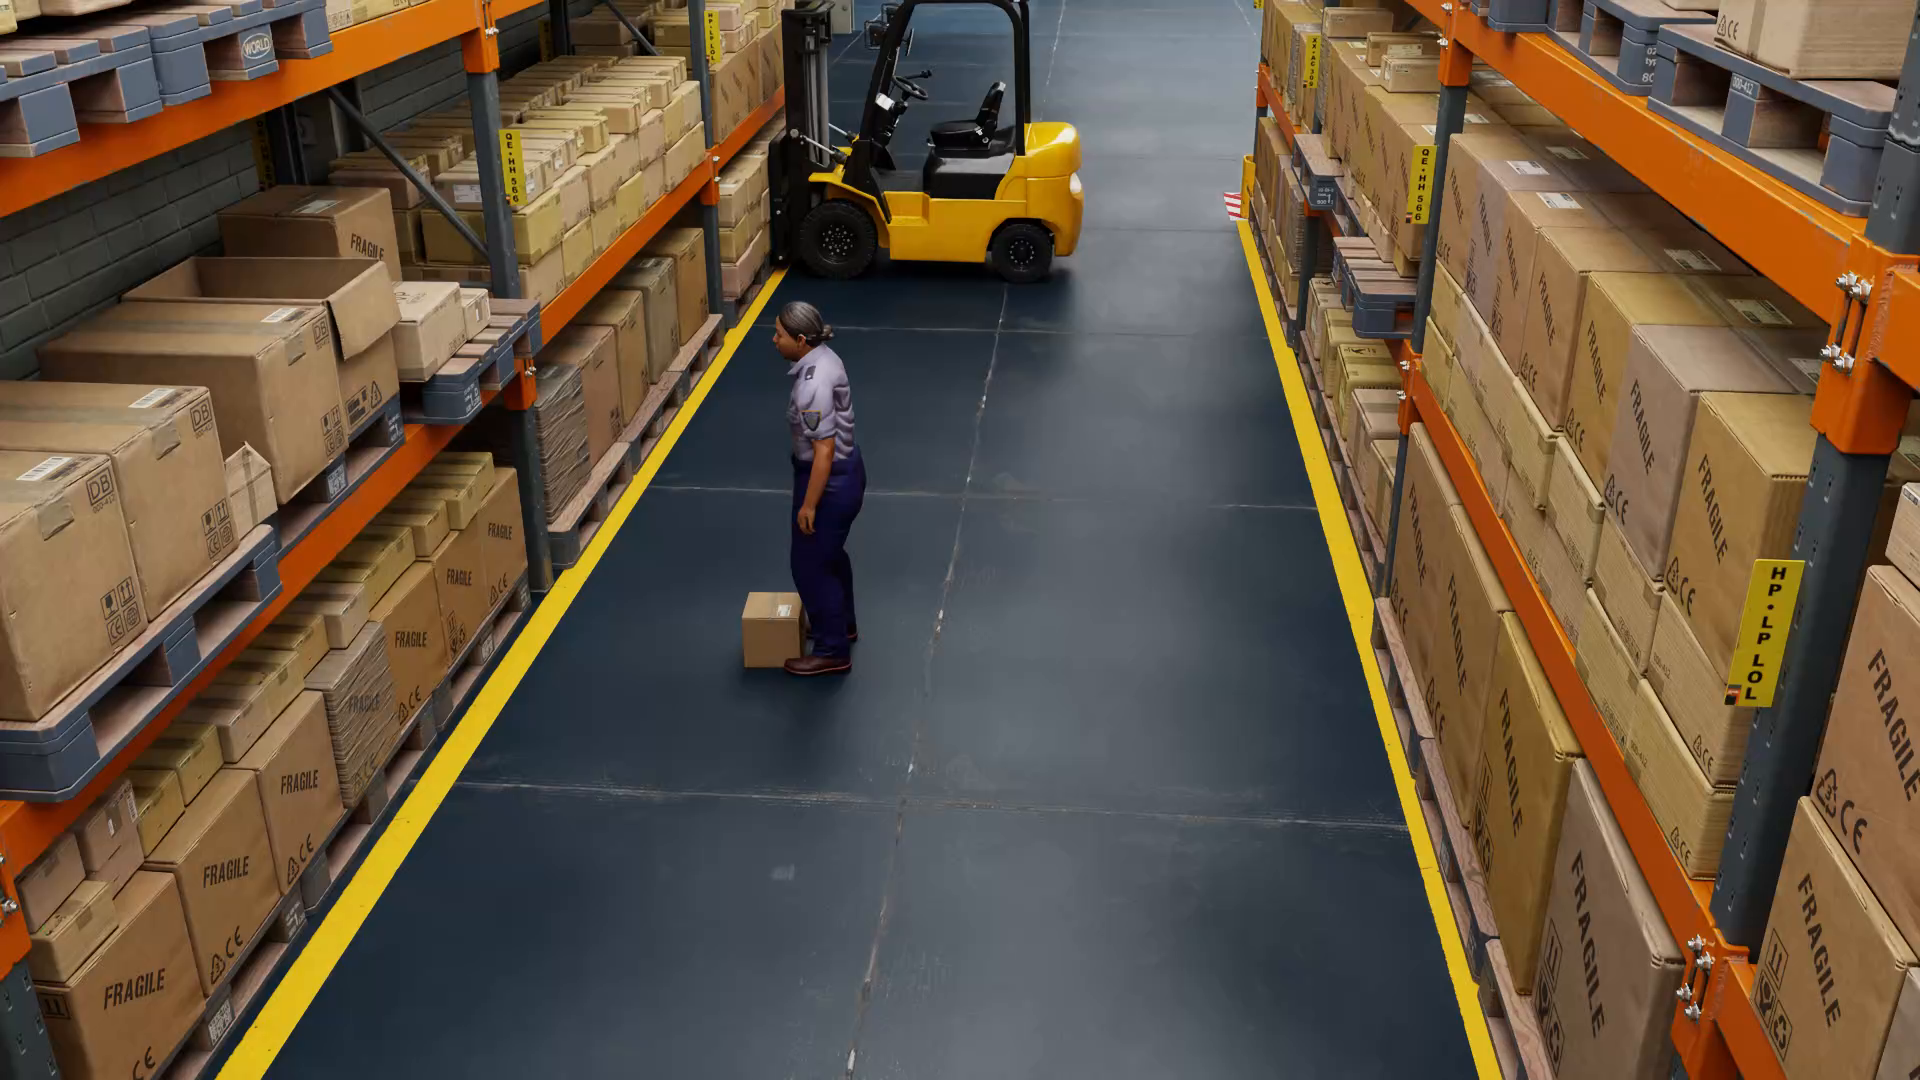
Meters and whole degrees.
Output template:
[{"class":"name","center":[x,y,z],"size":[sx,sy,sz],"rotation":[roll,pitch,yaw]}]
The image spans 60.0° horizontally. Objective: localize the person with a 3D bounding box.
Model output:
[{"class":"person","center":[-0.591,-0.231,7.117],"size":[0.367,1.652,0.564],"rotation":[1,25,1]}]
